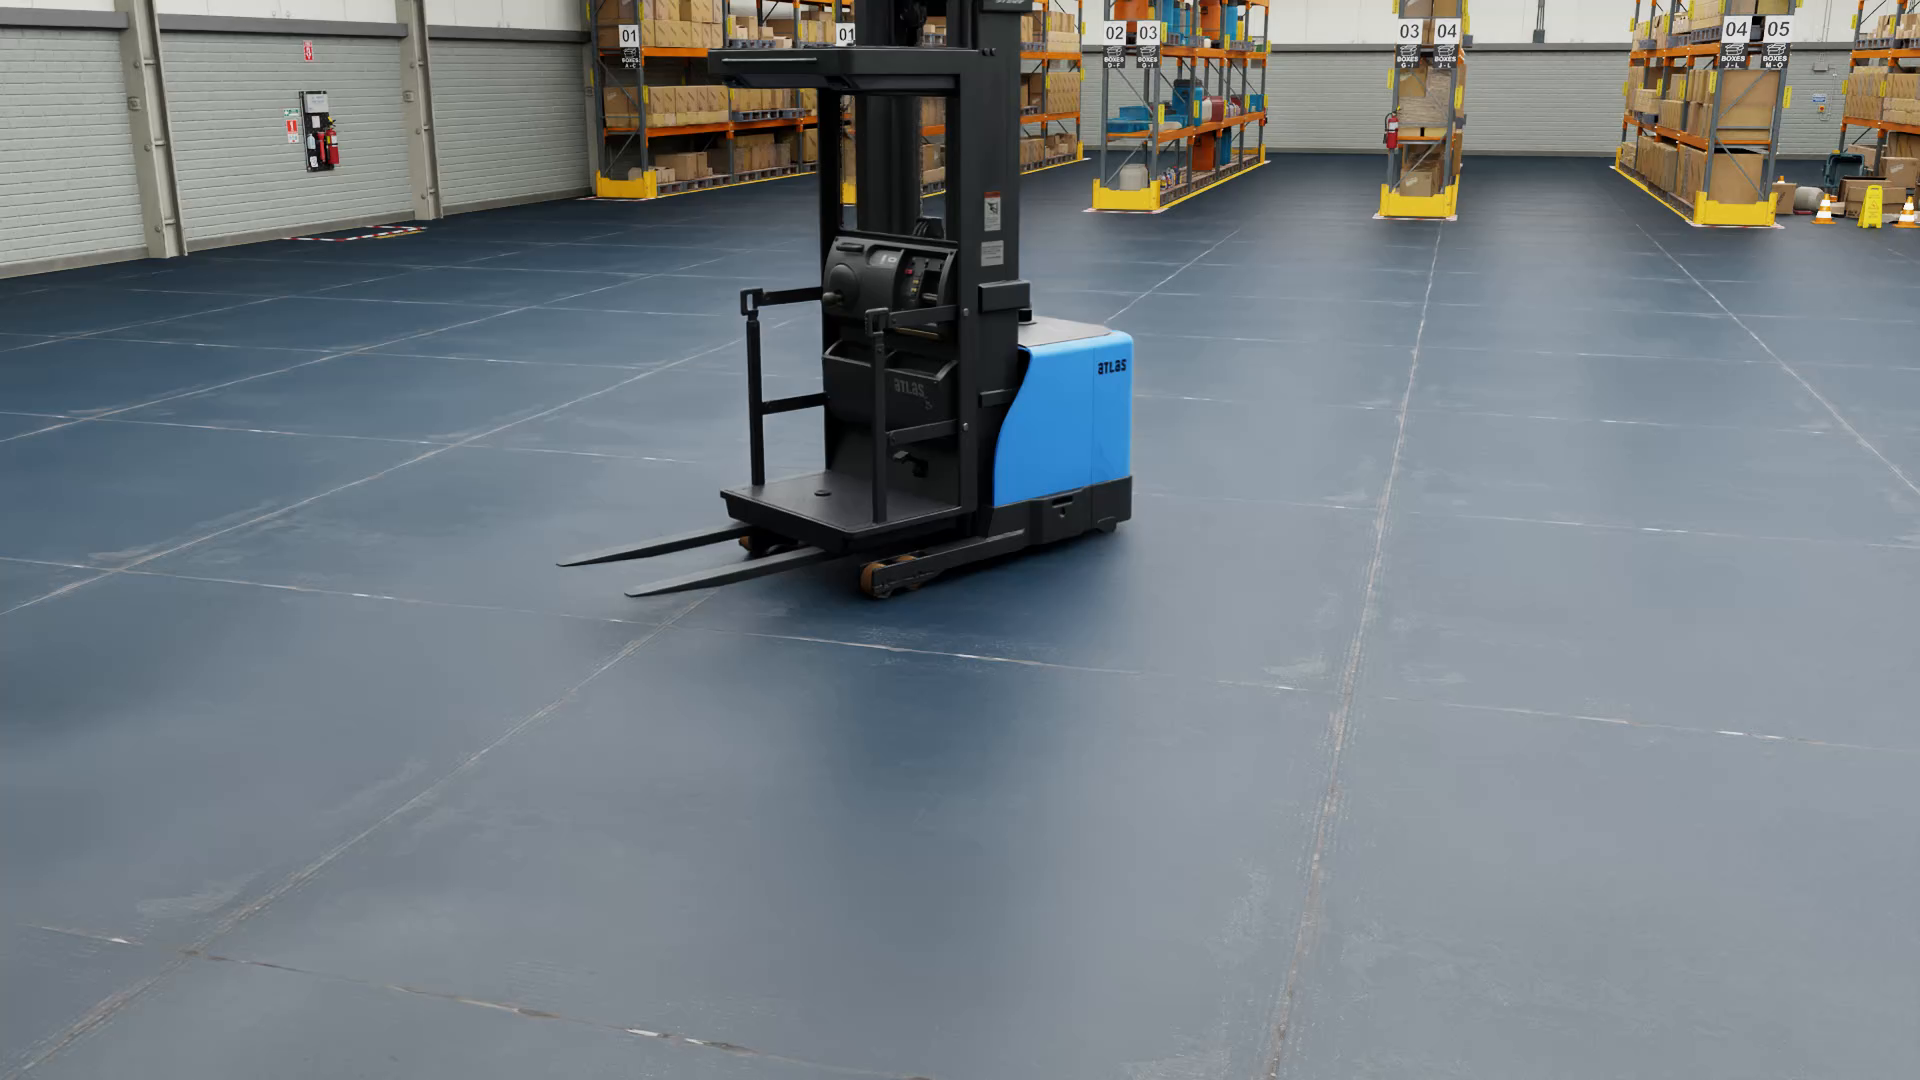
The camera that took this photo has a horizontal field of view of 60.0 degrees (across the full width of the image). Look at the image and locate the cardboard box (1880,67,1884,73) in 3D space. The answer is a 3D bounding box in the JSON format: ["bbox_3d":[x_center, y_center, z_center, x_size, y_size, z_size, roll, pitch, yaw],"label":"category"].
[{"bbox_3d":[20.744,-10.468,37.033,0.380,0.149,0.250,4,16,15],"label":"cardboard box"}]

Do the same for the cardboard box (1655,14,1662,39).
[{"bbox_3d":[15.308,-10.987,35.611,0.797,0.503,0.637,4,16,15],"label":"cardboard box"}]

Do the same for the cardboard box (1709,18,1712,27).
[{"bbox_3d":[12.522,-8.498,27.305,0.380,0.149,0.250,4,16,15],"label":"cardboard box"}]

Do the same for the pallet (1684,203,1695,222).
[{"bbox_3d":[12.615,-5.420,27.552,1.003,0.211,1.213,5,16,16],"label":"pallet"}]

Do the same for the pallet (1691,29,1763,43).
[{"bbox_3d":[13.357,-8.780,28.953,1.003,0.211,1.213,5,16,16],"label":"pallet"}]

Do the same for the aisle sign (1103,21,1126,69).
[{"bbox_3d":[2.682,-8.596,28.876,0.394,0.787,0.004,5,16,16],"label":"aisle sign"}]

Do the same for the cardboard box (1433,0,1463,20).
[{"bbox_3d":[8.417,-9.200,28.625,0.500,0.500,0.500,5,16,16],"label":"cardboard box"}]

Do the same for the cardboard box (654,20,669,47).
[{"bbox_3d":[-5.989,-9.816,32.224,0.500,0.500,0.500,6,17,20],"label":"cardboard box"}]

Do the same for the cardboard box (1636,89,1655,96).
[{"bbox_3d":[15.320,-9.986,37.139,0.380,0.149,0.250,6,17,19],"label":"cardboard box"}]

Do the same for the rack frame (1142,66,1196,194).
[{"bbox_3d":[4.124,-8.388,32.905,1.000,3.000,0.127,5,16,16],"label":"rack frame"}]

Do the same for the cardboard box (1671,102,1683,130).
[{"bbox_3d":[13.635,-7.930,31.109,0.500,0.500,0.500,4,16,15],"label":"cardboard box"}]

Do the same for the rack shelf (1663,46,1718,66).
[{"bbox_3d":[14.168,-9.213,31.635,1.077,0.370,4.000,5,16,16],"label":"rack shelf"}]

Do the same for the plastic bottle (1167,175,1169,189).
[{"bbox_3d":[3.899,-6.780,31.431,0.097,0.271,0.097,0,16,0],"label":"plastic bottle"}]

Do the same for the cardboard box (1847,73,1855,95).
[{"bbox_3d":[21.375,-10.801,39.395,0.500,0.500,0.500,4,16,15],"label":"cardboard box"}]

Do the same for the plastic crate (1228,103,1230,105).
[{"bbox_3d":[6.689,-11.014,42.359,0.416,0.233,0.300,5,16,16],"label":"plastic crate"}]

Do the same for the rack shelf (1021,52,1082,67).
[{"bbox_3d":[2.218,-12.486,43.176,1.077,0.370,4.000,5,16,16],"label":"rack shelf"}]

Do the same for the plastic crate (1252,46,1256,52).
[{"bbox_3d":[7.185,-12.284,41.627,0.437,0.136,0.530,5,16,16],"label":"plastic crate"}]

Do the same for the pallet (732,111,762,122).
[{"bbox_3d":[-5.018,-9.253,36.305,1.003,0.211,1.213,5,16,16],"label":"pallet"}]

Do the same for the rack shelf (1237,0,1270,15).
[{"bbox_3d":[6.966,-13.352,41.463,1.077,0.370,4.000,5,16,16],"label":"rack shelf"}]

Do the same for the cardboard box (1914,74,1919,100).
[{"bbox_3d":[19.545,-9.101,33.405,0.500,0.500,0.500,5,17,17],"label":"cardboard box"}]

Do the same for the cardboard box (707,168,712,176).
[{"bbox_3d":[-5.498,-7.863,35.439,0.380,0.166,0.250,2,16,9],"label":"cardboard box"}]

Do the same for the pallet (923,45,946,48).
[{"bbox_3d":[-0.386,-10.356,34.697,0.805,0.209,1.217,4,16,14],"label":"pallet"}]

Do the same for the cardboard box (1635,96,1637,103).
[{"bbox_3d":[15.320,-9.843,37.180,0.380,0.149,0.250,5,17,17],"label":"cardboard box"}]

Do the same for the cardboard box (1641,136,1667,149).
[{"bbox_3d":[15.261,-8.734,36.561,0.500,0.250,0.500,5,17,17],"label":"cardboard box"}]

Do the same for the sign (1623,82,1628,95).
[{"bbox_3d":[16.490,-11.191,41.201,0.100,0.325,0.005,5,16,16],"label":"sign"}]

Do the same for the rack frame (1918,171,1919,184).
[{"bbox_3d":[19.511,-8.282,32.531,1.000,3.000,0.127,5,16,16],"label":"rack frame"}]

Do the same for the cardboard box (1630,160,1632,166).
[{"bbox_3d":[15.825,-8.781,38.746,0.380,0.149,0.250,4,16,14],"label":"cardboard box"}]

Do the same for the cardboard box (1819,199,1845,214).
[{"bbox_3d":[14.877,-5.685,28.386,0.396,0.266,0.258,8,18,25],"label":"cardboard box"}]

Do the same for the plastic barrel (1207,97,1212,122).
[{"bbox_3d":[5.173,-9.203,35.572,0.421,0.512,0.421,0,16,0],"label":"plastic barrel"}]

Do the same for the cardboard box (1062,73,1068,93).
[{"bbox_3d":[2.492,-11.901,43.276,0.500,0.500,0.500,5,17,18],"label":"cardboard box"}]

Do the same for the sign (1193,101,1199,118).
[{"bbox_3d":[4.649,-8.476,32.707,0.100,0.325,0.005,5,16,16],"label":"sign"}]

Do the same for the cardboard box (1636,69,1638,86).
[{"bbox_3d":[16.048,-10.771,38.744,0.500,0.500,0.500,5,17,17],"label":"cardboard box"}]

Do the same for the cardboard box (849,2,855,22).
[{"bbox_3d":[-1.593,-9.639,30.602,0.797,0.503,0.637,6,17,20],"label":"cardboard box"}]

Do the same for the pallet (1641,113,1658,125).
[{"bbox_3d":[14.837,-8.742,34.504,1.213,0.211,1.003,5,16,16],"label":"pallet"}]

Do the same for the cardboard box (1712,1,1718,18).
[{"bbox_3d":[12.477,-8.591,26.901,0.500,0.250,0.500,5,16,16],"label":"cardboard box"}]

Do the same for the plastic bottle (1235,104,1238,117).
[{"bbox_3d":[6.574,-10.233,39.622,0.061,0.283,0.133,5,16,16],"label":"plastic bottle"}]

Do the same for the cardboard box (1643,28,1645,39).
[{"bbox_3d":[15.920,-11.573,37.996,0.500,0.250,0.500,4,16,14],"label":"cardboard box"}]

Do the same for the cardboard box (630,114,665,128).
[{"bbox_3d":[-6.068,-8.150,32.305,0.500,0.250,0.500,4,16,14],"label":"cardboard box"}]

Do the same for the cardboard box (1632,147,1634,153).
[{"bbox_3d":[15.823,-9.051,38.609,0.380,0.149,0.250,4,16,15],"label":"cardboard box"}]

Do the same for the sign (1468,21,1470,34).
[{"bbox_3d":[12.800,-12.929,41.939,0.100,0.325,0.005,5,16,16],"label":"sign"}]

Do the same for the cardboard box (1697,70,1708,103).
[{"bbox_3d":[12.989,-7.668,28.113,0.875,0.550,0.500,5,16,16],"label":"cardboard box"}]

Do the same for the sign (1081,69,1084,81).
[{"bbox_3d":[3.313,-12.573,44.960,0.100,0.325,0.005,5,16,16],"label":"sign"}]

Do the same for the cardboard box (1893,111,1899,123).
[{"bbox_3d":[19.963,-8.893,34.962,0.500,0.250,0.500,4,16,15],"label":"cardboard box"}]

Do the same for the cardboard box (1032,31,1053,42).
[{"bbox_3d":[2.026,-12.585,41.566,0.500,0.250,0.500,5,16,16],"label":"cardboard box"}]

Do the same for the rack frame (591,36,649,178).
[{"bbox_3d":[-6.511,-8.110,31.924,1.000,3.000,0.127,5,16,16],"label":"rack frame"}]

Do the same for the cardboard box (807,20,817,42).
[{"bbox_3d":[-3.885,-12.323,40.293,0.700,0.500,0.500,6,17,19],"label":"cardboard box"}]

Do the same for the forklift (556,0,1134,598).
[{"bbox_3d":[-0.507,-1.296,8.027,3.031,2.935,1.130,-14,21,-40],"label":"forklift"}]

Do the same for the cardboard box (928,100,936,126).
[{"bbox_3d":[-0.888,-8.566,33.350,0.700,0.500,0.500,4,16,15],"label":"cardboard box"}]

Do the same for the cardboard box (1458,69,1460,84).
[{"bbox_3d":[8.443,-8.014,29.025,0.500,0.500,0.500,5,16,16],"label":"cardboard box"}]

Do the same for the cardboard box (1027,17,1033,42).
[{"bbox_3d":[1.436,-12.481,40.704,0.600,0.600,0.600,3,16,11],"label":"cardboard box"}]
